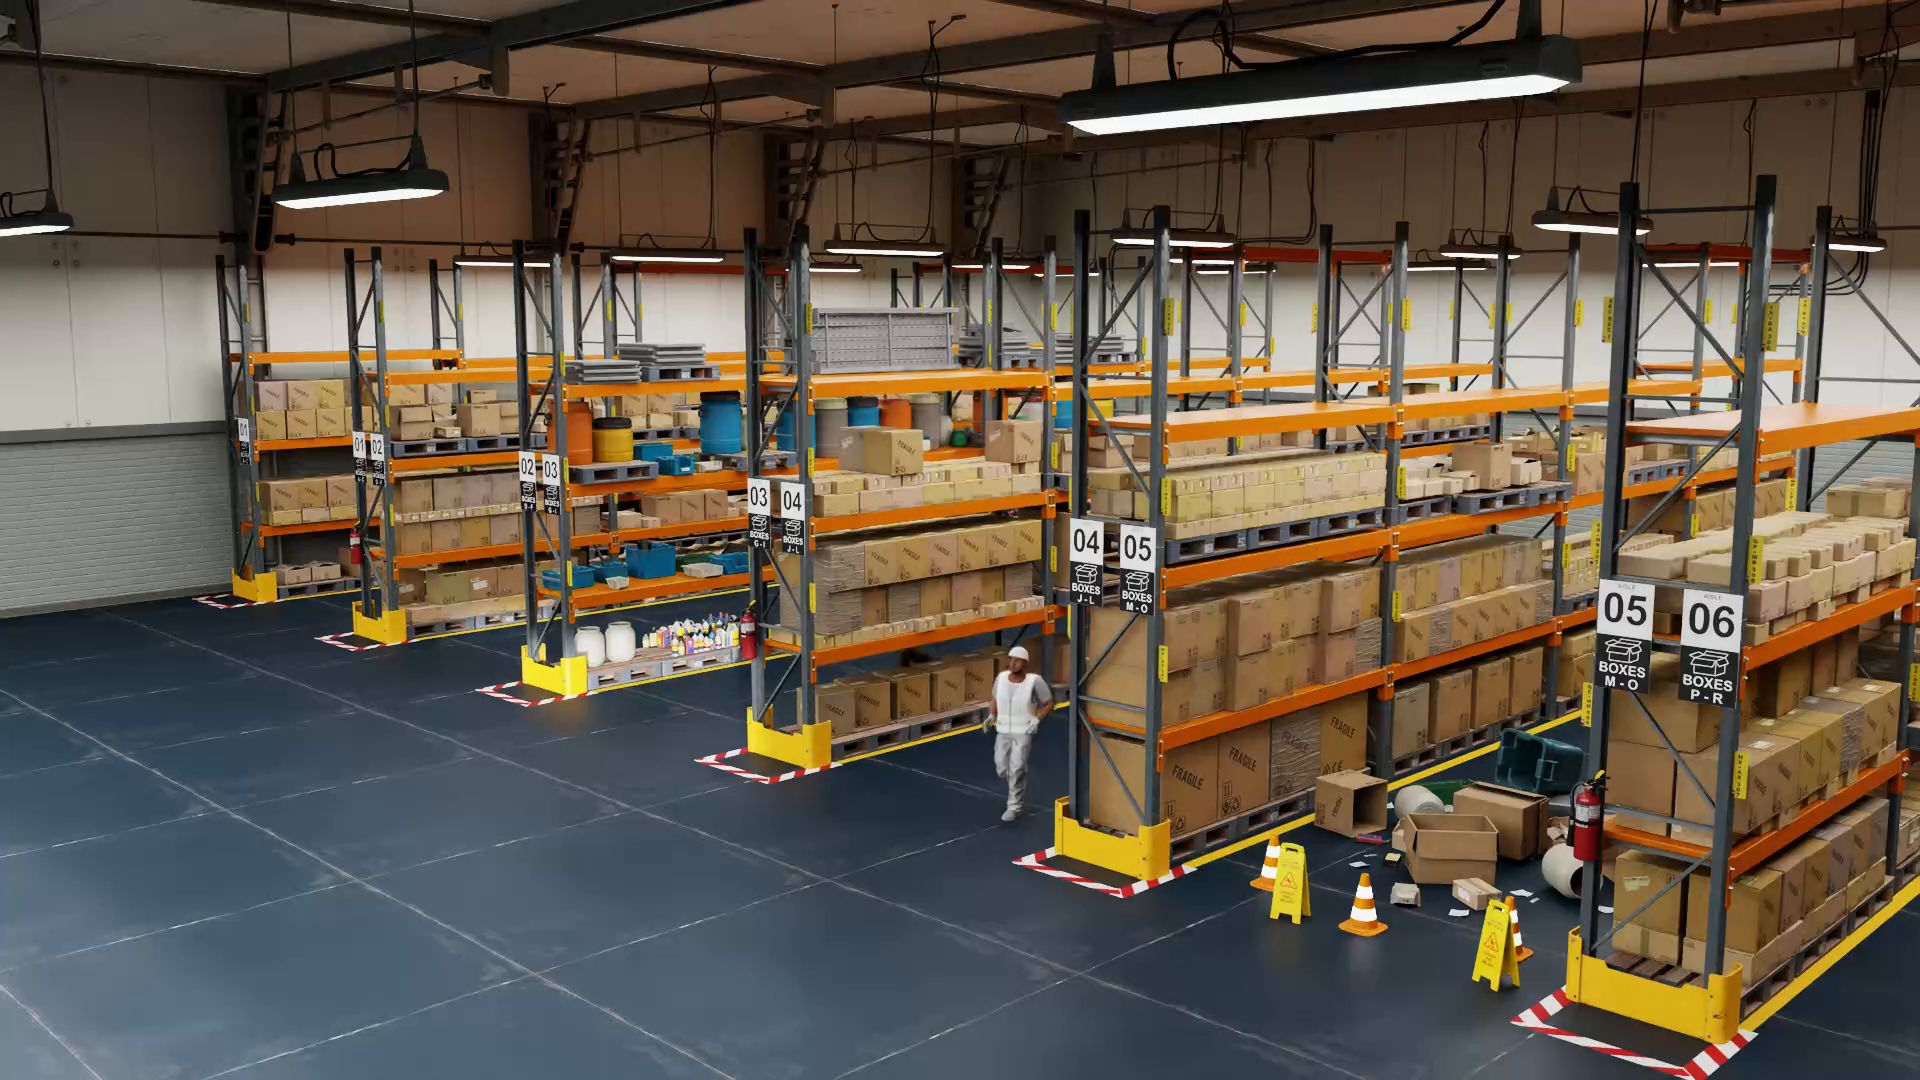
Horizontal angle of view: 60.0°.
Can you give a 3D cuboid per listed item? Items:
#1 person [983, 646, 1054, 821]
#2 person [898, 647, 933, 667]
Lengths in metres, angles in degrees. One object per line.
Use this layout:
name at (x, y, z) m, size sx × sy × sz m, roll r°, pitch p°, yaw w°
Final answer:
person at (0.602, 1.932, 16.860) m, size 0.683 × 1.743 × 0.689 m, roll 4°, pitch 9°, yaw 26°
person at (-0.637, 1.100, 22.161) m, size 0.707 × 1.757 × 0.935 m, roll 7°, pitch 11°, yaw 40°
